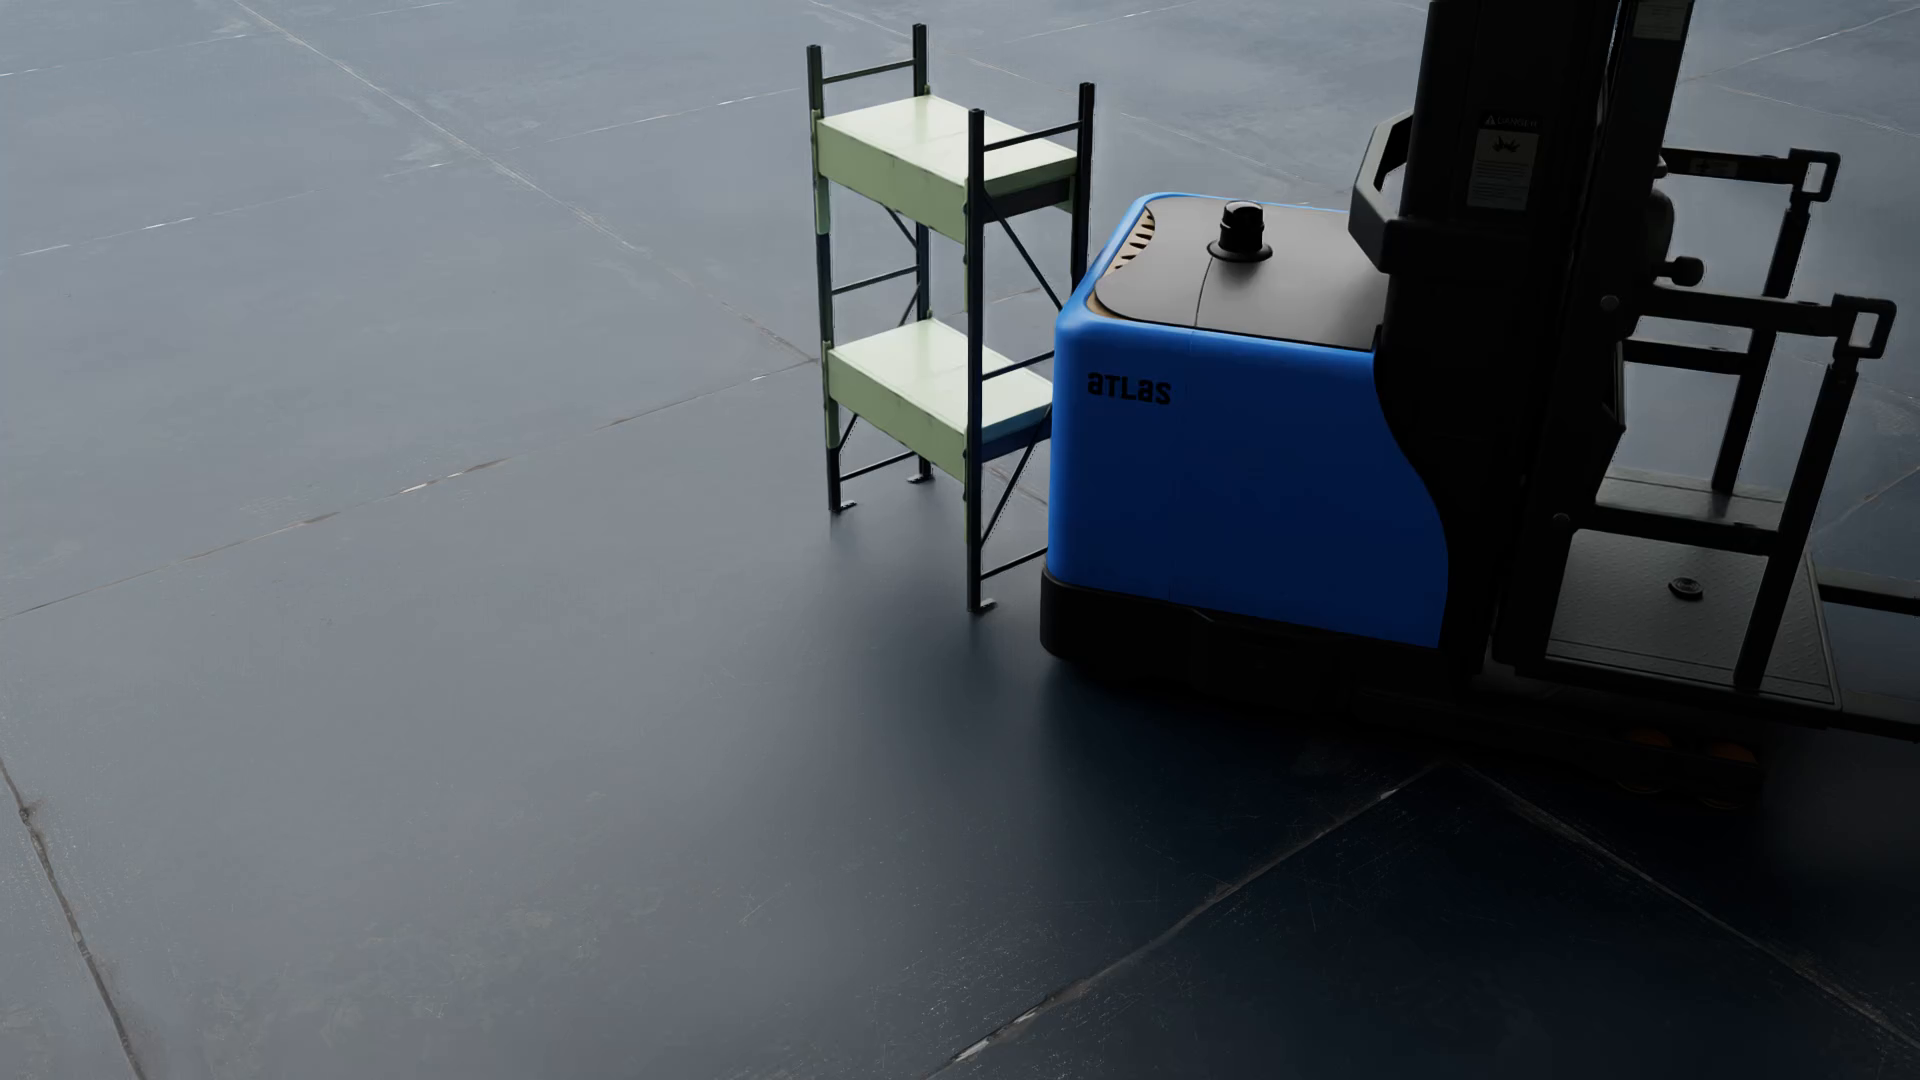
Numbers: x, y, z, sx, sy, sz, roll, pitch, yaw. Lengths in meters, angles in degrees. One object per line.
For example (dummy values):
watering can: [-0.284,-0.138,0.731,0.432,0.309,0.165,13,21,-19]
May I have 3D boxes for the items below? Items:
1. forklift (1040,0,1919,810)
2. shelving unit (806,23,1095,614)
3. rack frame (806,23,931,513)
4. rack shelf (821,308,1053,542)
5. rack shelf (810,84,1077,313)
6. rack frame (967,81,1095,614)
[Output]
forklift: [1.798,-0.886,3.898,3.031,2.935,1.130,10,33,15]
shelving unit: [-0.038,-0.642,4.863,0.431,1.500,0.755,-22,38,-31]
rack frame: [-0.262,-0.795,5.109,0.400,1.500,0.023,-22,38,-31]
rack shelf: [-0.038,-0.365,5.035,0.431,0.370,0.720,-22,38,-31]
rack shelf: [-0.038,-0.974,4.657,0.431,0.370,0.720,-22,38,-31]
rack frame: [0.185,-0.489,4.616,0.400,1.500,0.023,-22,38,-31]
